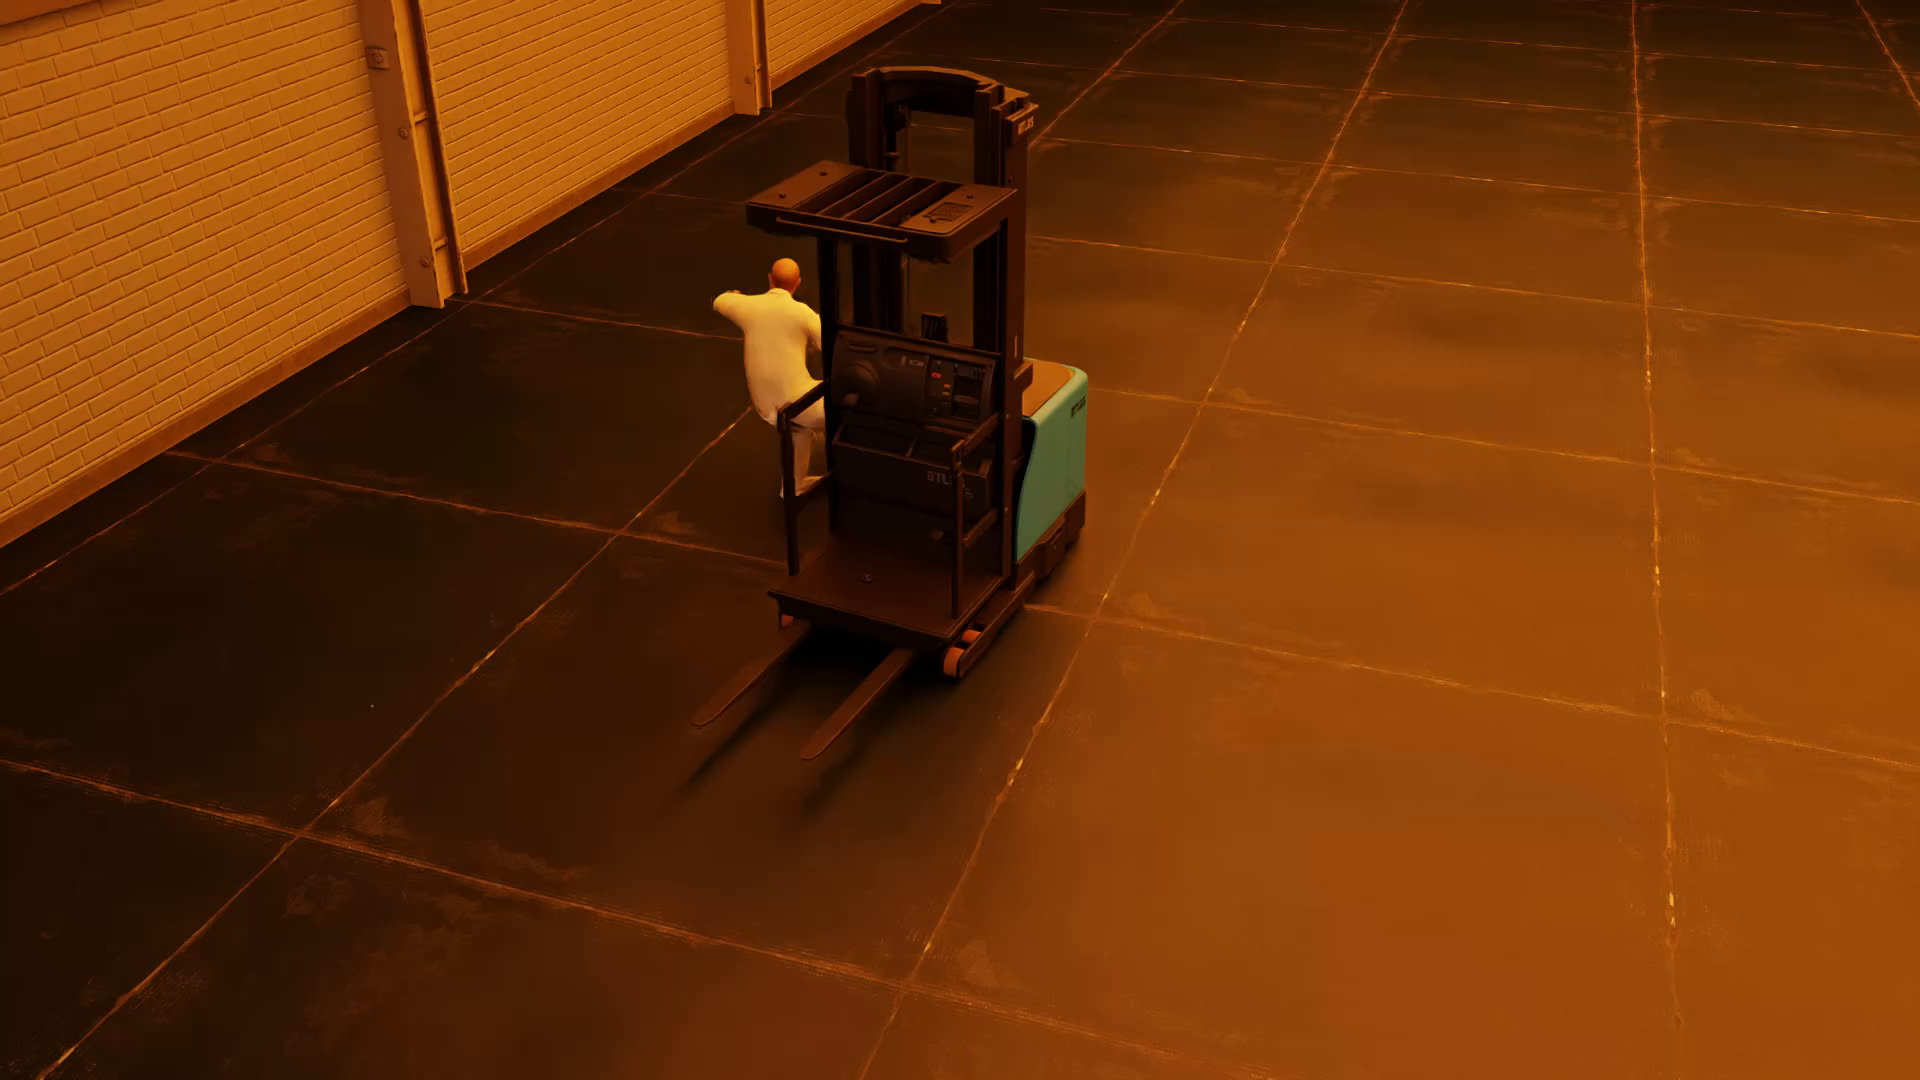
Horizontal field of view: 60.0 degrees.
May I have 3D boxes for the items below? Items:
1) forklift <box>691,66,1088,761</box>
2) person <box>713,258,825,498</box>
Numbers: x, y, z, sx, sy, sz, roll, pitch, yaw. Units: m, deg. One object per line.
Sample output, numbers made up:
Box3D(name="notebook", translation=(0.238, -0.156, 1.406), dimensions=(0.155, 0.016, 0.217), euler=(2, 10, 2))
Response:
Box3D(name="forklift", translation=(-0.342, -0.788, 8.519), dimensions=(1.130, 2.935, 3.031), euler=(14, 32, 23))
Box3D(name="person", translation=(-0.901, -1.031, 10.358), dimensions=(1.489, 1.494, 0.860), euler=(9, 31, 15))
